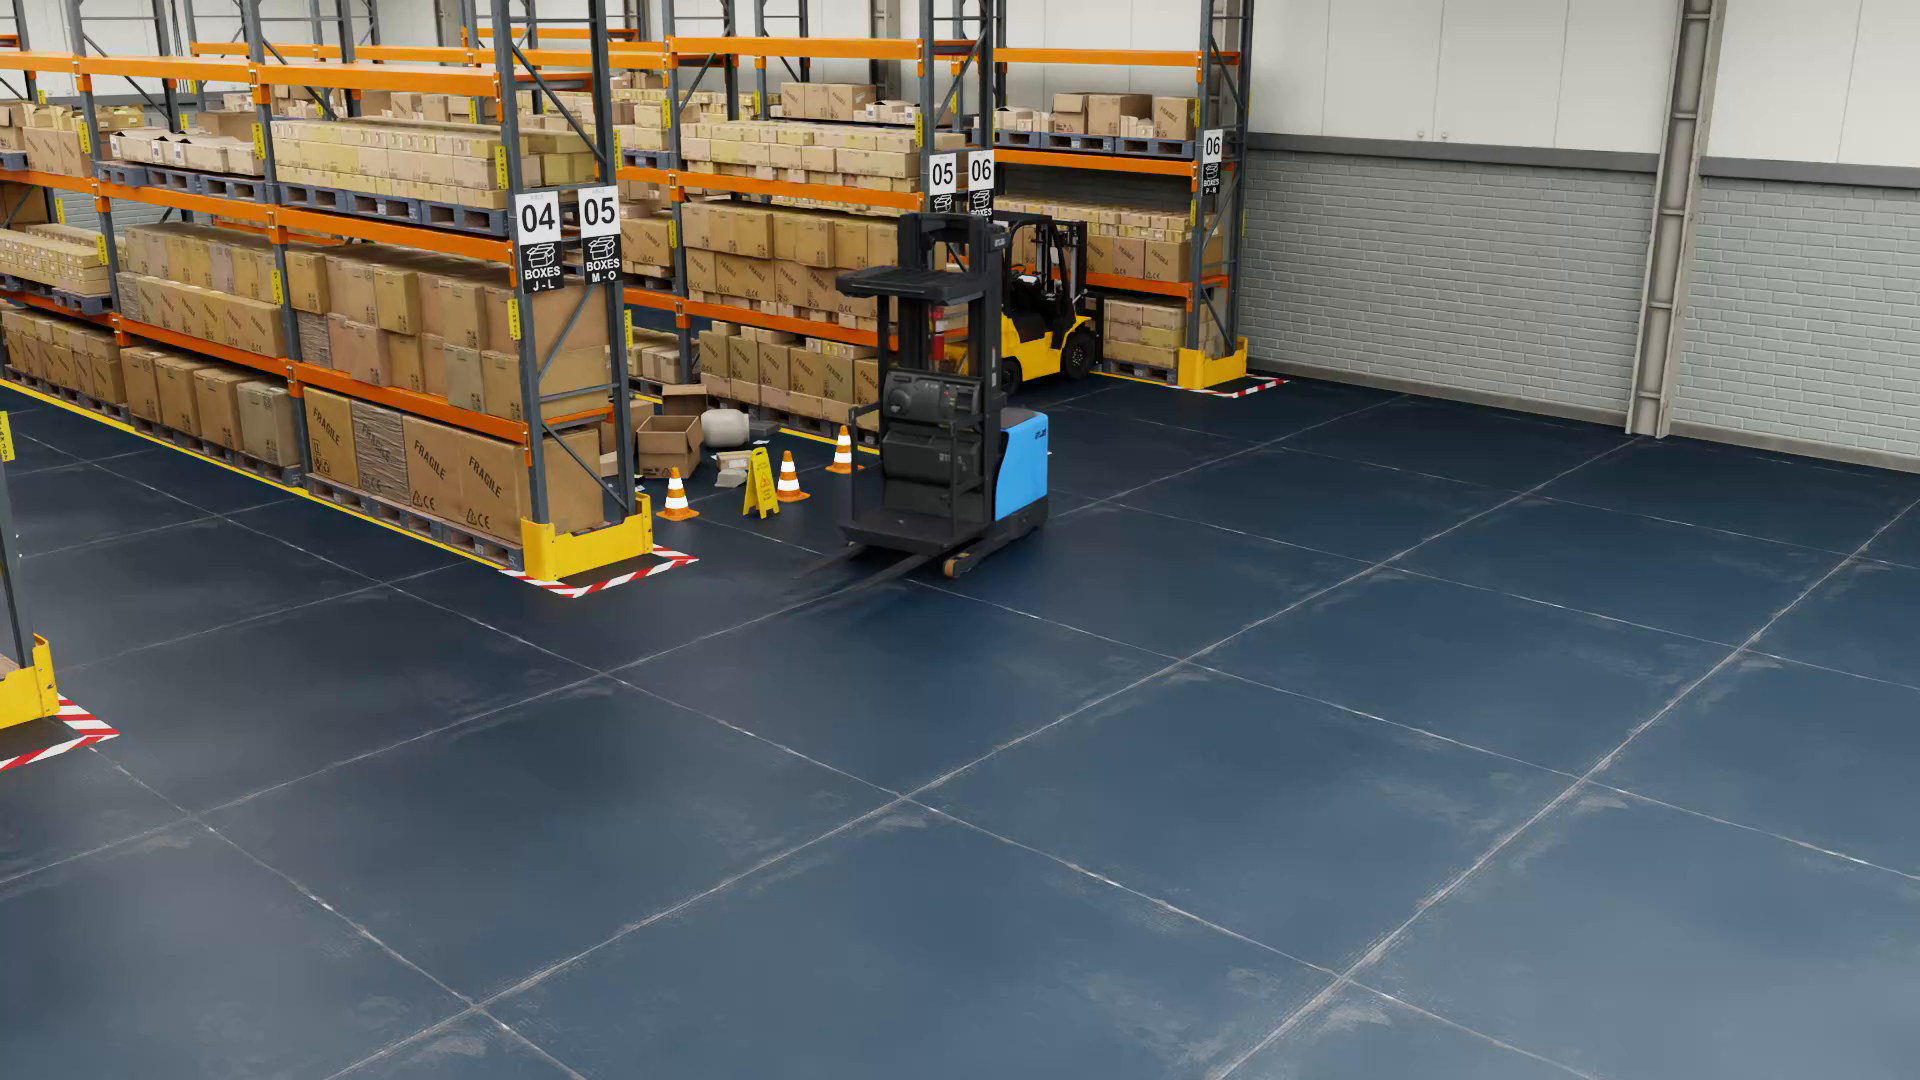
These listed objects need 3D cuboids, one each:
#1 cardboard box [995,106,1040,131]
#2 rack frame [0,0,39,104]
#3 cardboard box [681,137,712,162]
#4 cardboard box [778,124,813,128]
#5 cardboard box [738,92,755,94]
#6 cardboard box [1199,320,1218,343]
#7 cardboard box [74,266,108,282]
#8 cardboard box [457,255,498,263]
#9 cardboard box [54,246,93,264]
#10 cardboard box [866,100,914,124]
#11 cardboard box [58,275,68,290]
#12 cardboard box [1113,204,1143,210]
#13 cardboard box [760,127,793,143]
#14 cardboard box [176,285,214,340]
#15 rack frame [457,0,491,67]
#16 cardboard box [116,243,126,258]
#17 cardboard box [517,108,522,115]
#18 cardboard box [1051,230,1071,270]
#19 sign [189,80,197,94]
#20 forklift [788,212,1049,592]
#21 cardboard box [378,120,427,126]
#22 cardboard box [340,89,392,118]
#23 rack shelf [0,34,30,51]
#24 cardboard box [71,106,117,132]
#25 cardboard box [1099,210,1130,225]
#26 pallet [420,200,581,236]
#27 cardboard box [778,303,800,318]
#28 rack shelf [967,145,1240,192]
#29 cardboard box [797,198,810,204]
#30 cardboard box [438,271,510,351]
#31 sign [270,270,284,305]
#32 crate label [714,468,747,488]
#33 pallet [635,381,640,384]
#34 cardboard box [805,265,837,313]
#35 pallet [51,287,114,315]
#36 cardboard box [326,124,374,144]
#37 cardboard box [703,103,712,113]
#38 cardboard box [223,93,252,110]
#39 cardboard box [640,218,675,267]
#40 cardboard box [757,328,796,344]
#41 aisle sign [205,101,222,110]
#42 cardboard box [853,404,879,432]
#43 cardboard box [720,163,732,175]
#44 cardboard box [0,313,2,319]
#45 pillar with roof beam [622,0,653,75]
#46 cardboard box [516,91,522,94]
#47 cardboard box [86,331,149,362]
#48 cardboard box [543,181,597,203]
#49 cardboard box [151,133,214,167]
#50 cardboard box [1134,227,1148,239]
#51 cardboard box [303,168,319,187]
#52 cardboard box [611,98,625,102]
[{"bbox_3d":[0.731,-5.721,22.510,0.500,0.311,0.500,16,23,40],"label":"cardboard box"},{"bbox_3d":[-12.215,-6.510,20.749,0.127,3.000,1.000,15,23,39],"label":"rack frame"},{"bbox_3d":[-2.874,-4.534,19.238,0.500,0.250,0.500,14,23,38],"label":"cardboard box"},{"bbox_3d":[-1.850,-4.655,18.958,0.250,0.149,0.380,14,23,38],"label":"cardboard box"},{"bbox_3d":[-3.401,-7.088,26.625,0.250,0.149,0.380,16,24,41],"label":"cardboard box"},{"bbox_3d":[3.049,-2.775,21.920,0.500,0.250,0.500,16,23,40],"label":"cardboard box"},{"bbox_3d":[-9.895,-3.066,19.043,0.250,0.149,0.380,16,23,40],"label":"cardboard box"},{"bbox_3d":[-6.564,-3.959,22.876,0.500,0.250,0.500,14,22,37],"label":"cardboard box"},{"bbox_3d":[-10.276,-3.310,19.320,0.250,0.149,0.380,16,24,41],"label":"cardboard box"},{"bbox_3d":[-1.007,-6.188,23.980,0.500,0.311,0.500,14,22,37],"label":"cardboard box"},{"bbox_3d":[-10.275,-3.025,19.405,0.250,0.149,0.380,16,23,40],"label":"cardboard box"},{"bbox_3d":[2.253,-4.405,22.304,0.250,0.149,0.380,14,23,38],"label":"cardboard box"},{"bbox_3d":[-1.992,-4.489,18.435,0.250,0.149,0.380,15,23,38],"label":"cardboard box"},{"bbox_3d":[-7.936,-2.441,17.678,0.500,0.500,0.500,15,23,39],"label":"cardboard box"},{"bbox_3d":[-8.705,-9.577,30.413,0.127,3.000,1.000,15,23,39],"label":"rack frame"},{"bbox_3d":[-9.824,-3.452,19.767,0.250,0.149,0.380,15,23,39],"label":"cardboard box"},{"bbox_3d":[-7.682,-7.649,29.712,0.250,0.149,0.380,15,23,39],"label":"cardboard box"},{"bbox_3d":[1.571,-3.900,22.276,0.500,0.500,0.500,15,23,40],"label":"cardboard box"},{"bbox_3d":[-12.370,-7.354,26.790,0.005,0.325,0.100,15,23,39],"label":"sign"},{"bbox_3d":[-0.349,-1.226,14.130,1.130,2.935,3.031,10,20,28],"label":"forklift"},{"bbox_3d":[-5.183,-3.829,15.498,0.250,0.149,0.380,16,23,40],"label":"cardboard box"},{"bbox_3d":[-8.538,-6.226,23.952,0.500,0.500,0.500,15,23,38],"label":"cardboard box"},{"bbox_3d":[-13.711,-6.567,22.123,4.000,0.370,1.077,15,23,39],"label":"rack shelf"},{"bbox_3d":[-9.698,-4.712,18.612,0.258,0.266,0.396,15,23,39],"label":"cardboard box"},{"bbox_3d":[2.030,-4.211,21.693,0.250,0.149,0.380,16,23,41],"label":"cardboard box"},{"bbox_3d":[-3.801,-2.775,14.086,1.213,0.211,1.003,15,23,39],"label":"pallet"},{"bbox_3d":[-1.841,-2.626,18.842,0.250,0.149,0.380,15,23,39],"label":"cardboard box"},{"bbox_3d":[1.766,-4.994,22.118,4.000,0.370,1.077,15,23,39],"label":"rack shelf"},{"bbox_3d":[-2.269,-5.239,25.422,0.250,0.149,0.380,16,24,41],"label":"cardboard box"},{"bbox_3d":[-3.964,-2.000,14.423,0.550,0.550,0.875,15,23,39],"label":"cardboard box"},{"bbox_3d":[-6.584,-2.434,16.039,0.005,0.325,0.100,15,23,39],"label":"sign"},{"bbox_3d":[-2.319,-0.636,16.889,0.298,0.136,0.250,4,18,11],"label":"crate label"},{"bbox_3d":[-4.521,-2.256,21.873,1.213,0.211,1.003,15,23,39],"label":"pallet"},{"bbox_3d":[-1.362,-2.820,18.383,0.500,0.500,0.500,15,23,39],"label":"cardboard box"},{"bbox_3d":[-9.827,-2.875,19.530,1.003,0.211,1.213,15,23,39],"label":"pallet"},{"bbox_3d":[-5.421,-3.628,14.864,0.250,0.149,0.380,15,23,40],"label":"cardboard box"},{"bbox_3d":[-3.875,-6.893,26.503,0.250,0.149,0.380,15,23,40],"label":"cardboard box"},{"bbox_3d":[-11.600,-7.130,27.050,0.500,0.250,0.500,13,21,34],"label":"cardboard box"},{"bbox_3d":[-3.519,-3.615,20.193,0.500,0.500,0.500,15,23,38],"label":"cardboard box"},{"bbox_3d":[-2.117,-2.366,19.149,0.250,0.149,0.380,17,24,42],"label":"cardboard box"},{"bbox_3d":[-12.243,-6.782,27.225,0.004,0.787,0.394,15,23,39],"label":"aisle sign"},{"bbox_3d":[-0.831,-1.377,18.344,0.500,0.250,0.500,15,23,39],"label":"cardboard box"},{"bbox_3d":[-2.534,-4.287,19.116,0.250,0.149,0.380,15,23,39],"label":"cardboard box"},{"bbox_3d":[-12.934,-3.047,22.790,0.250,0.149,0.380,14,23,38],"label":"cardboard box"},{"bbox_3d":[-8.493,-8.144,25.897,0.400,9.000,9.100,15,23,39],"label":"pillar with roof beam"},{"bbox_3d":[-7.787,-8.106,29.666,0.500,0.250,0.500,15,23,38],"label":"cardboard box"},{"bbox_3d":[-9.909,-2.292,19.573,0.500,0.250,0.500,14,23,38],"label":"cardboard box"},{"bbox_3d":[-3.283,-2.941,14.015,0.250,0.149,0.380,15,23,40],"label":"cardboard box"},{"bbox_3d":[-8.069,-4.084,17.350,0.500,0.311,0.500,15,23,38],"label":"cardboard box"},{"bbox_3d":[2.453,-3.979,21.453,0.250,0.149,0.380,16,23,40],"label":"cardboard box"},{"bbox_3d":[-5.804,-3.350,15.307,0.250,0.149,0.380,15,23,39],"label":"cardboard box"},{"bbox_3d":[-5.583,-7.263,27.635,0.250,0.149,0.380,15,23,40],"label":"cardboard box"}]
